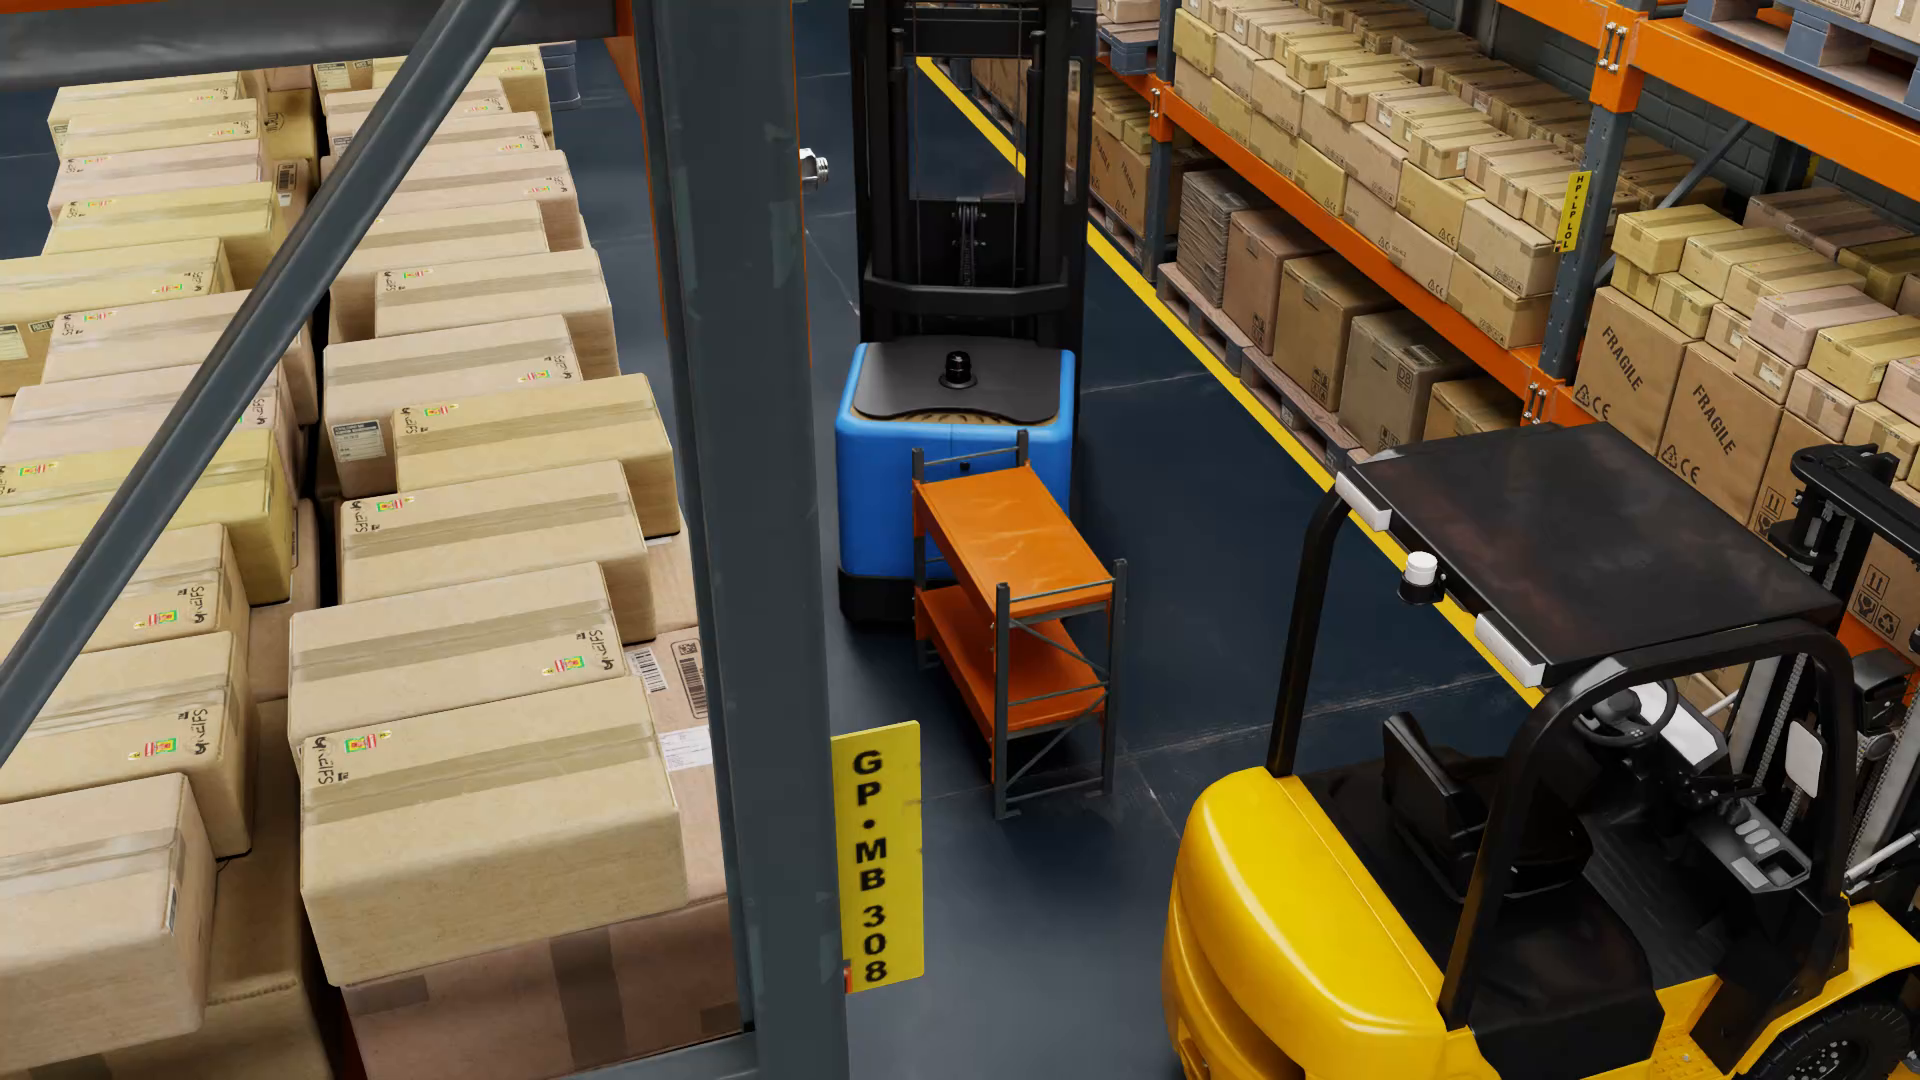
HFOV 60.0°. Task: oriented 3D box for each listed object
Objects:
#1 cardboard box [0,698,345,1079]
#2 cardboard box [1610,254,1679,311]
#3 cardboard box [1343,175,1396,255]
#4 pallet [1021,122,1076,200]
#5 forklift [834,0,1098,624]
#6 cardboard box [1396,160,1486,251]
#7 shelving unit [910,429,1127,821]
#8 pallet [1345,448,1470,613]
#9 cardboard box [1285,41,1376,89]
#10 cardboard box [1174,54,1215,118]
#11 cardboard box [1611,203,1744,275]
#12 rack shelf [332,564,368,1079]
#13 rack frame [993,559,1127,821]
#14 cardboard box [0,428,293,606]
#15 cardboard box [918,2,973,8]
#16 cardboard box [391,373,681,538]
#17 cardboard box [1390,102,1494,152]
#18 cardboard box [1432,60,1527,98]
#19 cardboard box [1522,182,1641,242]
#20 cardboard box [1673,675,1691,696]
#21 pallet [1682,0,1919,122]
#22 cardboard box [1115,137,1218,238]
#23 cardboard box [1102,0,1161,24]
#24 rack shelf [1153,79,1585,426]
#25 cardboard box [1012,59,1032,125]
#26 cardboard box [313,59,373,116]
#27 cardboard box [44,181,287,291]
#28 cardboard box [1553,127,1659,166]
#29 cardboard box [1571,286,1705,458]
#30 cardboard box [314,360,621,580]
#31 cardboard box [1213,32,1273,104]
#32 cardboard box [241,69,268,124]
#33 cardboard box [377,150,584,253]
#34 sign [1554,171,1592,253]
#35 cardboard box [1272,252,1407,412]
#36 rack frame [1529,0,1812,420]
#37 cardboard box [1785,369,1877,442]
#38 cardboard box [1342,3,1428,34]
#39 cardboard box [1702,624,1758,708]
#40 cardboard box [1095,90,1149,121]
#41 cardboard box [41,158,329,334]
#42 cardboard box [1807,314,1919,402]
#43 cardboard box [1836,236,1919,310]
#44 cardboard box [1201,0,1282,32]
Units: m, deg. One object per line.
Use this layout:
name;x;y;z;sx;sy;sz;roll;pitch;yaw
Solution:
cardboard box;-1.013;0.476;1.954;0.500;0.250;0.500;-10;35;-15
cardboard box;2.752;-1.025;6.402;0.380;0.149;0.250;-11;35;-15
cardboard box;2.221;-1.611;8.104;0.500;0.250;0.500;-10;35;-14
pallet;1.125;-2.899;12.446;1.003;0.211;1.213;-10;35;-15
forklift;0.076;-1.614;8.034;1.130;2.935;3.031;2;34;4
cardboard box;2.348;-1.554;7.564;0.500;0.250;0.500;-11;35;-16
shelving unit;0.208;0.324;6.739;0.538;1.125;1.048;-11;35;-16
pallet;2.643;-0.141;8.272;1.003;0.211;1.213;-10;35;-15
cardboard box;1.905;-2.444;8.549;0.380;0.149;0.250;-9;35;-14
cardboard box;1.588;-2.688;9.733;0.500;0.250;0.500;-10;35;-15
cardboard box;2.720;-1.144;6.311;0.380;0.149;0.250;-9;35;-14
rack shelf;-1.211;0.011;3.444;1.077;0.370;4.000;-10;35;-15
rack frame;0.372;0.589;6.337;0.500;1.125;0.032;-11;35;-16
cardboard box;-1.151;-0.010;2.327;0.380;0.149;0.250;-10;35;-14
cardboard box;-0.119;-5.020;15.012;0.700;0.500;0.500;-11;35;-17
cardboard box;-0.630;-0.103;2.470;0.380;0.149;0.250;-10;35;-15
cardboard box;2.242;-1.912;7.744;0.380;0.149;0.250;-11;35;-16
cardboard box;2.582;-2.266;8.279;0.380;0.149;0.250;-10;35;-14
cardboard box;2.590;-1.379;6.937;0.380;0.149;0.250;-9;34;-13
cardboard box;2.914;0.409;6.570;0.500;0.250;0.500;-10;35;-15
pallet;3.190;-1.695;5.455;1.003;0.211;1.213;-10;35;-15
cardboard box;1.351;-2.343;10.961;0.500;0.500;0.500;-9;35;-13
cardboard box;1.119;-3.375;10.484;0.380;0.149;0.250;-9;35;-14
rack shelf;2.295;-1.674;8.716;1.077;0.370;4.000;-10;35;-15
cardboard box;0.718;-3.424;12.598;0.500;0.500;0.500;-11;35;-16
cardboard box;-1.370;-1.162;4.072;0.380;0.149;0.250;-9;35;-14
cardboard box;-1.483;-0.545;3.137;0.380;0.149;0.250;-9;35;-14
cardboard box;2.895;-1.738;7.481;0.380;0.149;0.250;-10;35;-15
cardboard box;2.792;-0.689;6.482;0.500;0.500;0.500;-11;35;-16
cardboard box;-0.826;-0.143;2.890;0.500;0.250;0.500;-9;35;-13
cardboard box;1.739;-2.633;9.197;0.500;0.250;0.500;-9;34;-13
cardboard box;-1.857;-1.075;3.940;0.380;0.149;0.250;-11;35;-16
cardboard box;-0.952;-0.639;3.281;0.380;0.149;0.250;-10;35;-14
sign;2.391;-1.278;6.485;0.100;0.325;0.005;-10;35;-15
cardboard box;2.275;-1.184;9.094;0.875;0.625;0.625;-11;35;-17
rack frame;2.905;-0.924;6.928;1.000;3.000;0.127;-10;35;-15
cardboard box;3.022;-0.477;5.573;0.380;0.149;0.250;-10;35;-15
cardboard box;2.325;-2.818;9.115;0.380;0.149;0.250;-11;35;-16
cardboard box;3.063;0.467;6.029;0.500;0.250;0.500;-9;34;-13
cardboard box;1.142;-2.928;11.258;0.380;0.149;0.250;-11;35;-16
cardboard box;-1.641;-0.589;3.566;0.500;0.250;0.500;-10;35;-14
cardboard box;3.058;-0.605;5.496;0.380;0.149;0.250;-11;35;-15
cardboard box;3.421;-0.969;6.046;0.380;0.149;0.250;-10;35;-15
cardboard box;1.584;-2.980;9.360;0.380;0.149;0.250;-9;35;-14
